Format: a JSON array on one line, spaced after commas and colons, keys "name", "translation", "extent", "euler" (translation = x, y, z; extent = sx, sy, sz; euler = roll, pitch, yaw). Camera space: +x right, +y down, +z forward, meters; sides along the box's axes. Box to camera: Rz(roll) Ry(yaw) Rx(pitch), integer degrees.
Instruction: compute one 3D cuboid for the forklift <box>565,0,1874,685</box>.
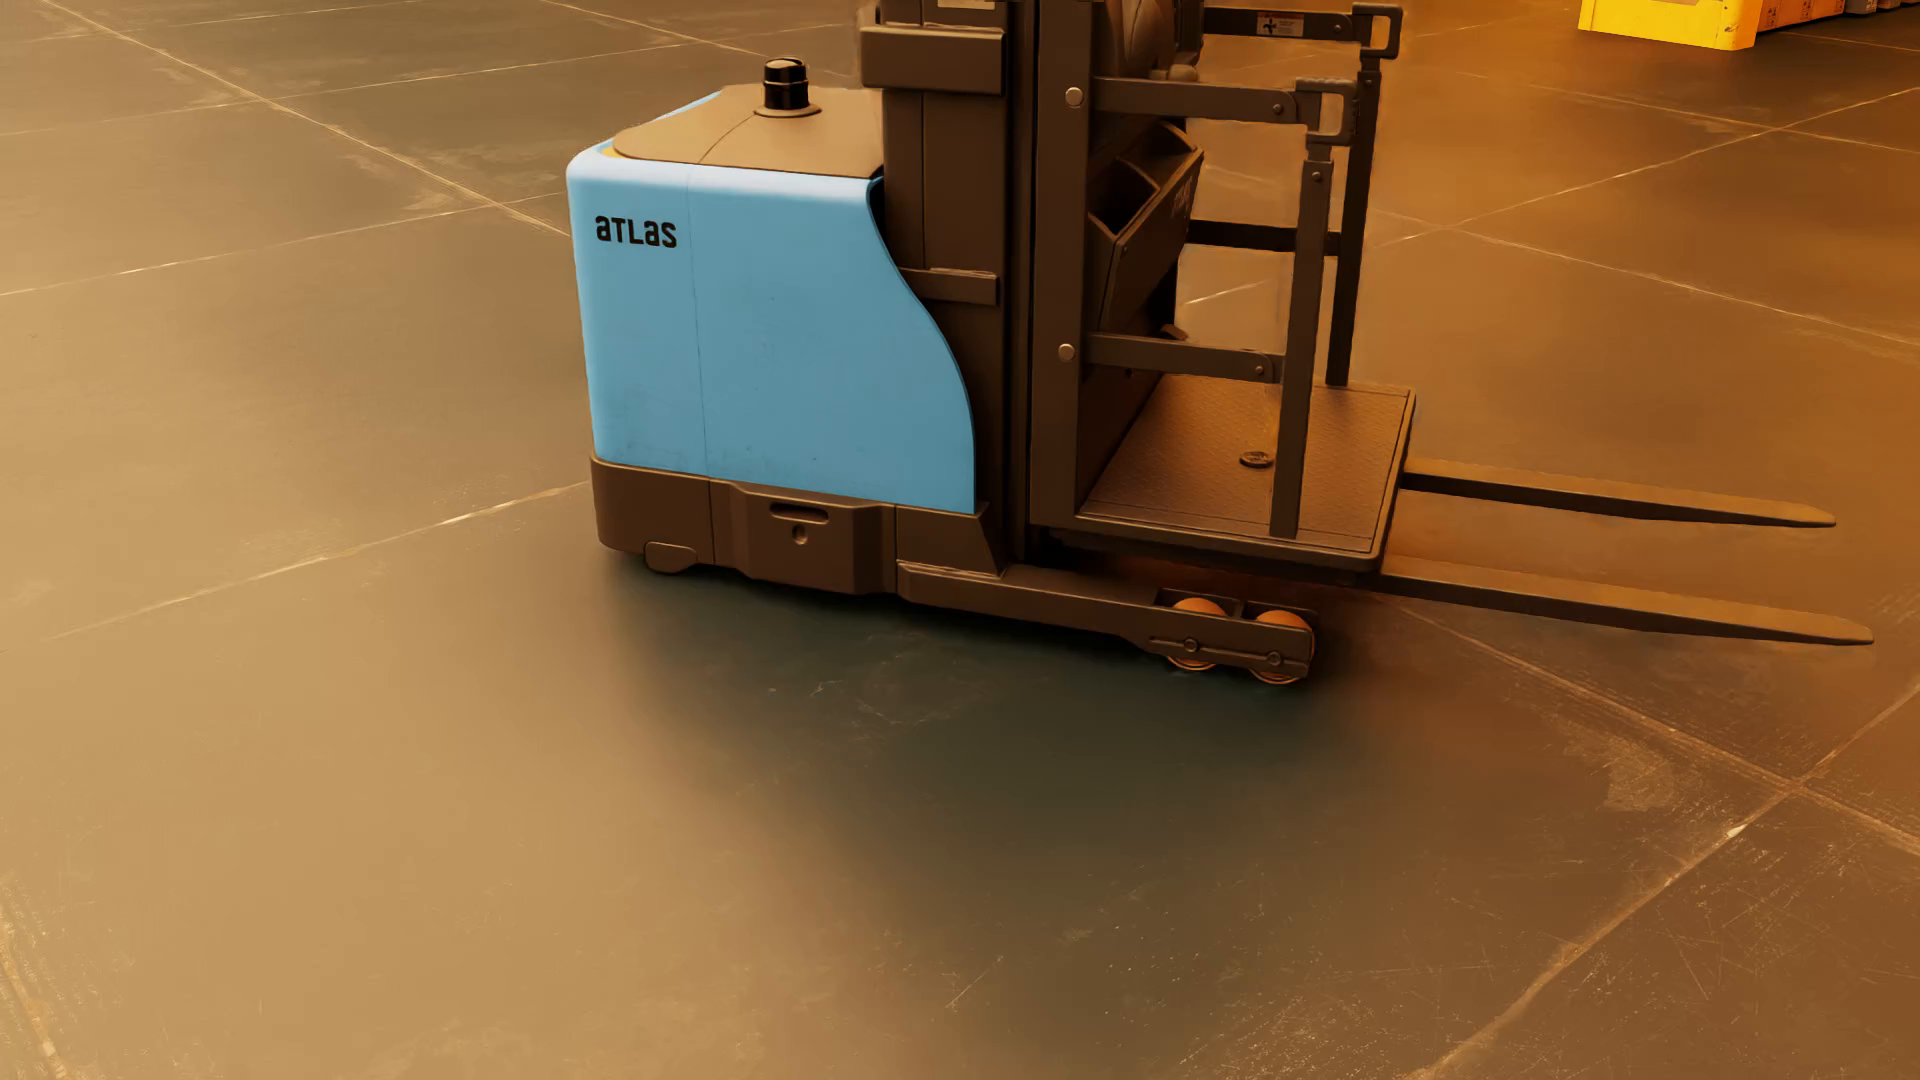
[{"name": "forklift", "translation": [0.624, -1.246, 3.714], "extent": [3.031, 2.935, 1.130], "euler": [8, 28, 16]}]
